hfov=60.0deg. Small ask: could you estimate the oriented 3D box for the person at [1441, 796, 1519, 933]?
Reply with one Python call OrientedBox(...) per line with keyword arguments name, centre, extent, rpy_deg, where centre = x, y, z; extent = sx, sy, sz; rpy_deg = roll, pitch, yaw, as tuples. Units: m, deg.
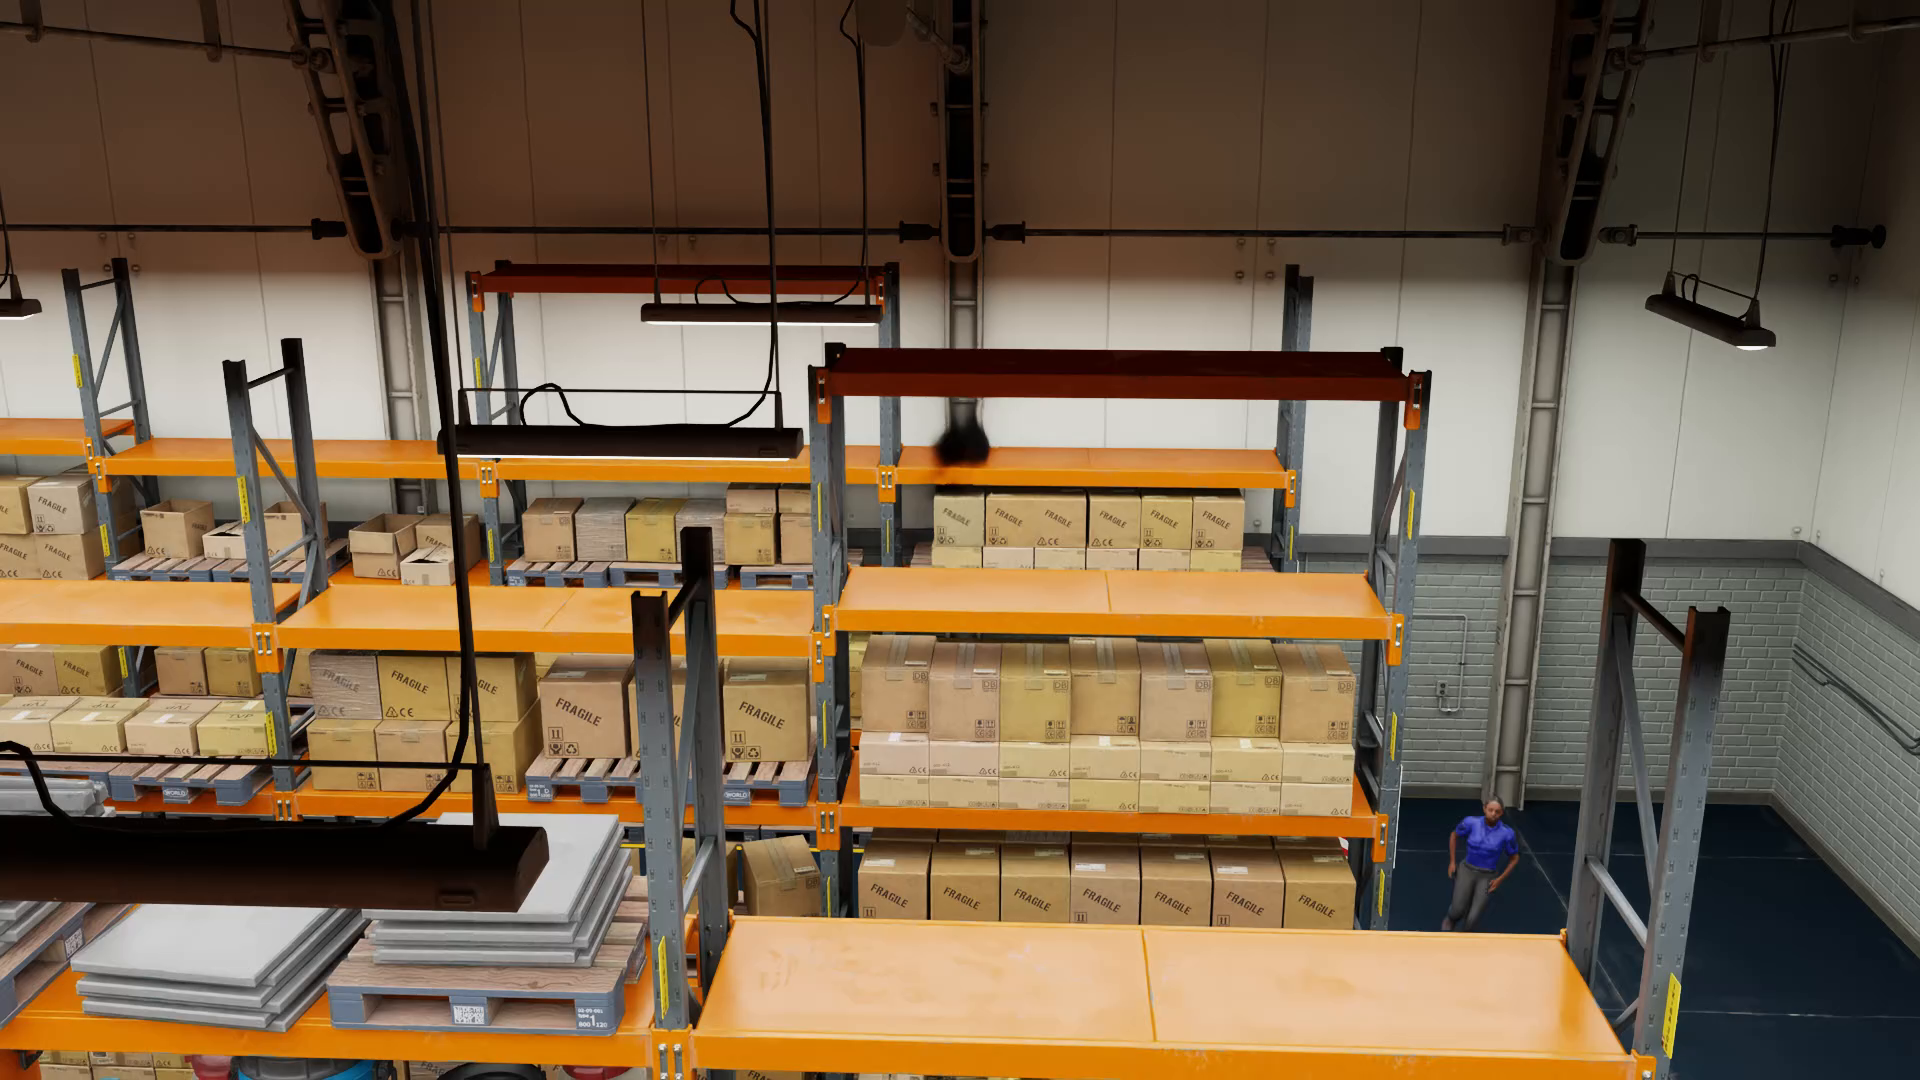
OrientedBox(name="person", centre=(4.770, 3.103, 15.215), extent=(0.619, 1.504, 0.534), rpy_deg=(5, 17, 17))
